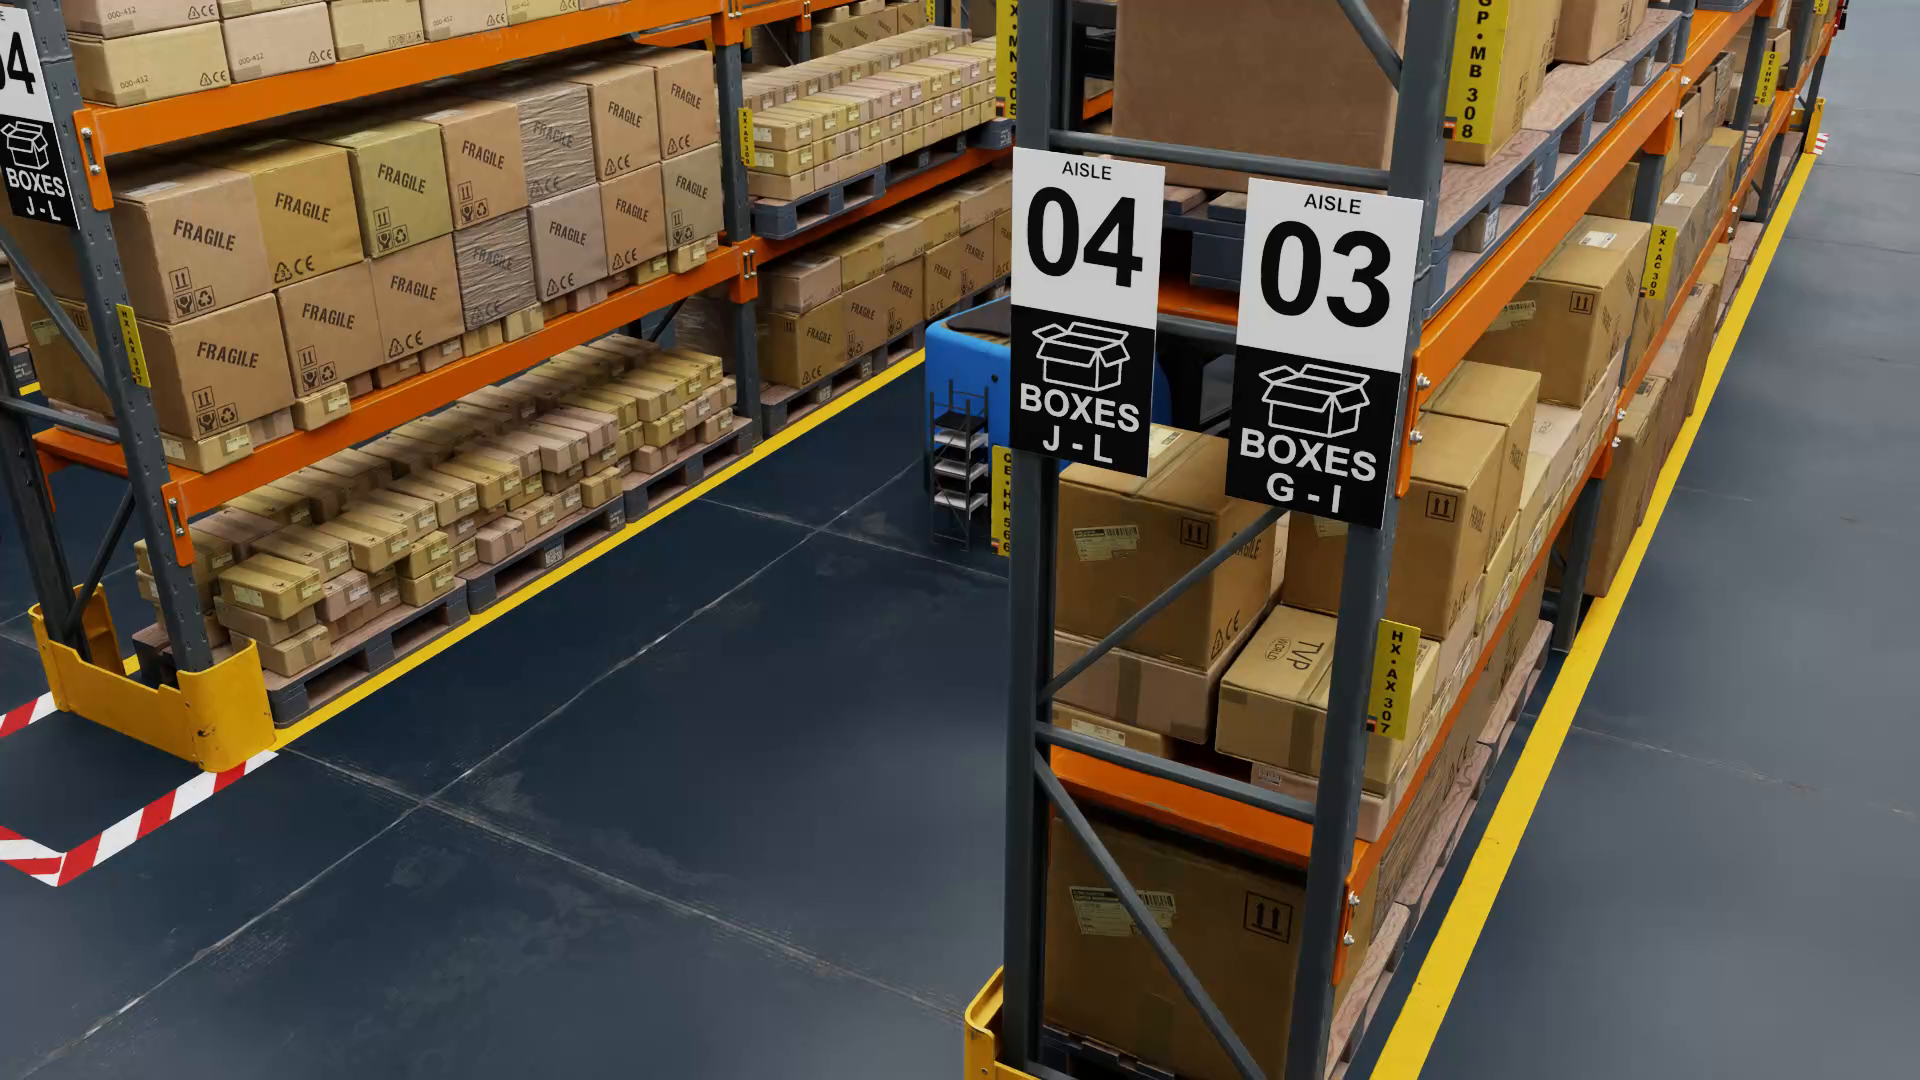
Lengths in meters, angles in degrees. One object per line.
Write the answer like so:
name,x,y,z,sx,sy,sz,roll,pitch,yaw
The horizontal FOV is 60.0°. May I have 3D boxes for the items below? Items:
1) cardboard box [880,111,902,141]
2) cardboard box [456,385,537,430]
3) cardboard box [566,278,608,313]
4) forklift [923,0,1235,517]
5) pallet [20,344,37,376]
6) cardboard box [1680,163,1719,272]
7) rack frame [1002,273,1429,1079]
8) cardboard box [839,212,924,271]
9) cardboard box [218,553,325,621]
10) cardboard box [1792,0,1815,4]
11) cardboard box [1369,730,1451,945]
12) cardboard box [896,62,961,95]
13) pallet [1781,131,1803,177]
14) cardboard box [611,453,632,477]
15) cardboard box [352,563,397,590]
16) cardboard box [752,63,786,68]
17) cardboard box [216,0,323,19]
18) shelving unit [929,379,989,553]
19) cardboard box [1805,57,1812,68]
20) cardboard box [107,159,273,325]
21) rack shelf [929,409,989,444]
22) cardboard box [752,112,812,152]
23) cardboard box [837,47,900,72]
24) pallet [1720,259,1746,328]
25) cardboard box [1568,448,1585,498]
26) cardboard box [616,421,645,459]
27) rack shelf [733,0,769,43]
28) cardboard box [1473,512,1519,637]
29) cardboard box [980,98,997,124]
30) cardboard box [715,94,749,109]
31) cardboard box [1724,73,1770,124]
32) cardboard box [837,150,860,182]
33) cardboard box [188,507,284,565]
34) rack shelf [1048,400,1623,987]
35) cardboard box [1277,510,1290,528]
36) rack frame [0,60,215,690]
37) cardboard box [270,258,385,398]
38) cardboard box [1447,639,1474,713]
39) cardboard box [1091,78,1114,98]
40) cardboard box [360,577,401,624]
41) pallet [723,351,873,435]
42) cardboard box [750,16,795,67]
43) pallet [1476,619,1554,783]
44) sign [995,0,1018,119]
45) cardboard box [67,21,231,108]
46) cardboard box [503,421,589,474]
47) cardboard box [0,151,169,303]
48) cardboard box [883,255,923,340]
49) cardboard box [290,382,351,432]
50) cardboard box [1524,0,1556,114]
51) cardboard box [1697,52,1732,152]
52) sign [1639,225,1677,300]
cardboard box,-0.599,-2.711,10.795,0.380,0.149,0.250,16,31,28
cardboard box,-2.627,-0.740,9.429,0.380,0.149,0.250,15,30,27
cardboard box,-2.111,-1.344,8.864,0.380,0.149,0.250,13,29,24
forklift,1.142,-1.897,9.766,1.130,2.935,3.031,22,34,36
pallet,-6.505,-1.566,12.143,1.003,0.211,1.213,14,30,26
cardboard box,4.003,-1.871,9.524,0.500,0.500,0.500,13,29,24
rack frame,0.597,0.649,4.603,1.000,3.000,0.127,14,30,26
cardboard box,-0.596,-2.083,11.545,0.500,0.250,0.500,15,30,28
cardboard box,-3.118,0.209,7.533,0.380,0.149,0.250,13,29,24
cardboard box,6.943,-4.772,13.871,0.500,0.500,0.500,14,30,26
cardboard box,1.290,0.790,6.226,0.875,0.875,0.875,14,30,26
cardboard box,-0.216,-3.147,11.332,0.380,0.149,0.250,16,31,29
pallet,8.000,-4.001,17.007,1.003,0.211,1.213,14,30,26
cardboard box,-2.110,-0.451,9.515,0.380,0.149,0.250,13,30,25
cardboard box,-2.963,0.114,8.054,0.380,0.149,0.250,15,30,27
cardboard box,-2.071,-5.458,19.405,0.500,0.250,0.500,16,31,28
cardboard box,-2.973,-2.298,6.748,0.500,0.250,0.500,14,30,25
shelving unit,-0.004,-0.399,9.042,0.258,0.900,0.210,14,30,26
cardboard box,7.375,-4.319,14.808,0.380,0.149,0.250,14,30,26
cardboard box,-3.219,-1.224,6.783,0.500,0.500,0.500,14,30,26
rack shelf,-0.004,-0.611,8.936,0.258,0.077,0.200,14,30,26
cardboard box,-1.109,-2.435,9.911,0.380,0.149,0.250,16,31,29
cardboard box,-0.649,-3.396,11.829,0.380,0.149,0.250,16,31,28
pallet,5.520,-2.000,13.009,1.003,0.211,1.213,14,30,26
cardboard box,2.321,-0.306,6.791,0.380,0.149,0.250,15,30,27
cardboard box,-2.029,-0.602,9.485,0.380,0.149,0.250,14,30,27
rack shelf,-0.720,-3.841,11.024,1.077,0.370,4.000,14,30,26
cardboard box,1.569,0.056,5.622,0.500,0.250,0.500,13,29,24
cardboard box,0.046,-3.089,11.882,0.380,0.149,0.250,14,30,25
cardboard box,-1.545,-2.687,10.415,0.380,0.149,0.250,13,29,25
cardboard box,5.557,-3.192,11.974,0.500,0.250,0.500,13,30,25
cardboard box,-0.852,-2.375,10.455,0.380,0.149,0.250,14,30,26
cardboard box,-3.458,-0.009,7.968,0.380,0.149,0.250,15,30,27
rack shelf,1.581,0.191,6.321,1.077,0.370,4.000,14,30,26
cardboard box,1.105,-0.060,5.855,0.500,0.250,0.500,13,29,24
rack frame,-3.671,-0.483,6.863,1.000,3.000,0.127,14,30,26
cardboard box,-2.969,-0.989,7.430,0.500,0.500,0.500,14,30,26
cardboard box,1.437,0.393,5.394,0.380,0.149,0.250,14,30,25
cardboard box,0.968,-3.959,13.697,0.500,0.500,0.500,14,30,26
cardboard box,-2.961,0.252,8.111,0.380,0.149,0.250,15,30,27
pallet,-1.322,-1.098,11.208,1.003,0.211,1.213,14,30,26
cardboard box,-2.070,-5.793,19.237,0.500,0.500,0.500,14,30,25
pallet,2.123,0.616,7.784,1.003,0.211,1.213,14,30,26
sign,0.132,-1.178,4.000,0.100,0.325,0.005,14,30,26
cardboard box,-3.228,-1.876,6.463,0.500,0.250,0.500,15,30,28
cardboard box,-2.230,-0.500,8.949,0.380,0.149,0.250,13,29,24
cardboard box,-3.663,-1.341,7.016,0.500,0.500,0.500,14,30,25
cardboard box,-0.604,-1.755,11.728,0.500,0.500,0.500,15,30,27
cardboard box,-2.959,-0.626,7.430,0.380,0.149,0.250,13,30,25
cardboard box,1.400,-1.589,5.030,0.700,0.500,0.500,12,29,23
cardboard box,4.159,-2.681,10.022,0.797,0.503,0.637,15,30,28
sign,3.049,-1.211,7.262,0.100,0.325,0.005,14,30,26
